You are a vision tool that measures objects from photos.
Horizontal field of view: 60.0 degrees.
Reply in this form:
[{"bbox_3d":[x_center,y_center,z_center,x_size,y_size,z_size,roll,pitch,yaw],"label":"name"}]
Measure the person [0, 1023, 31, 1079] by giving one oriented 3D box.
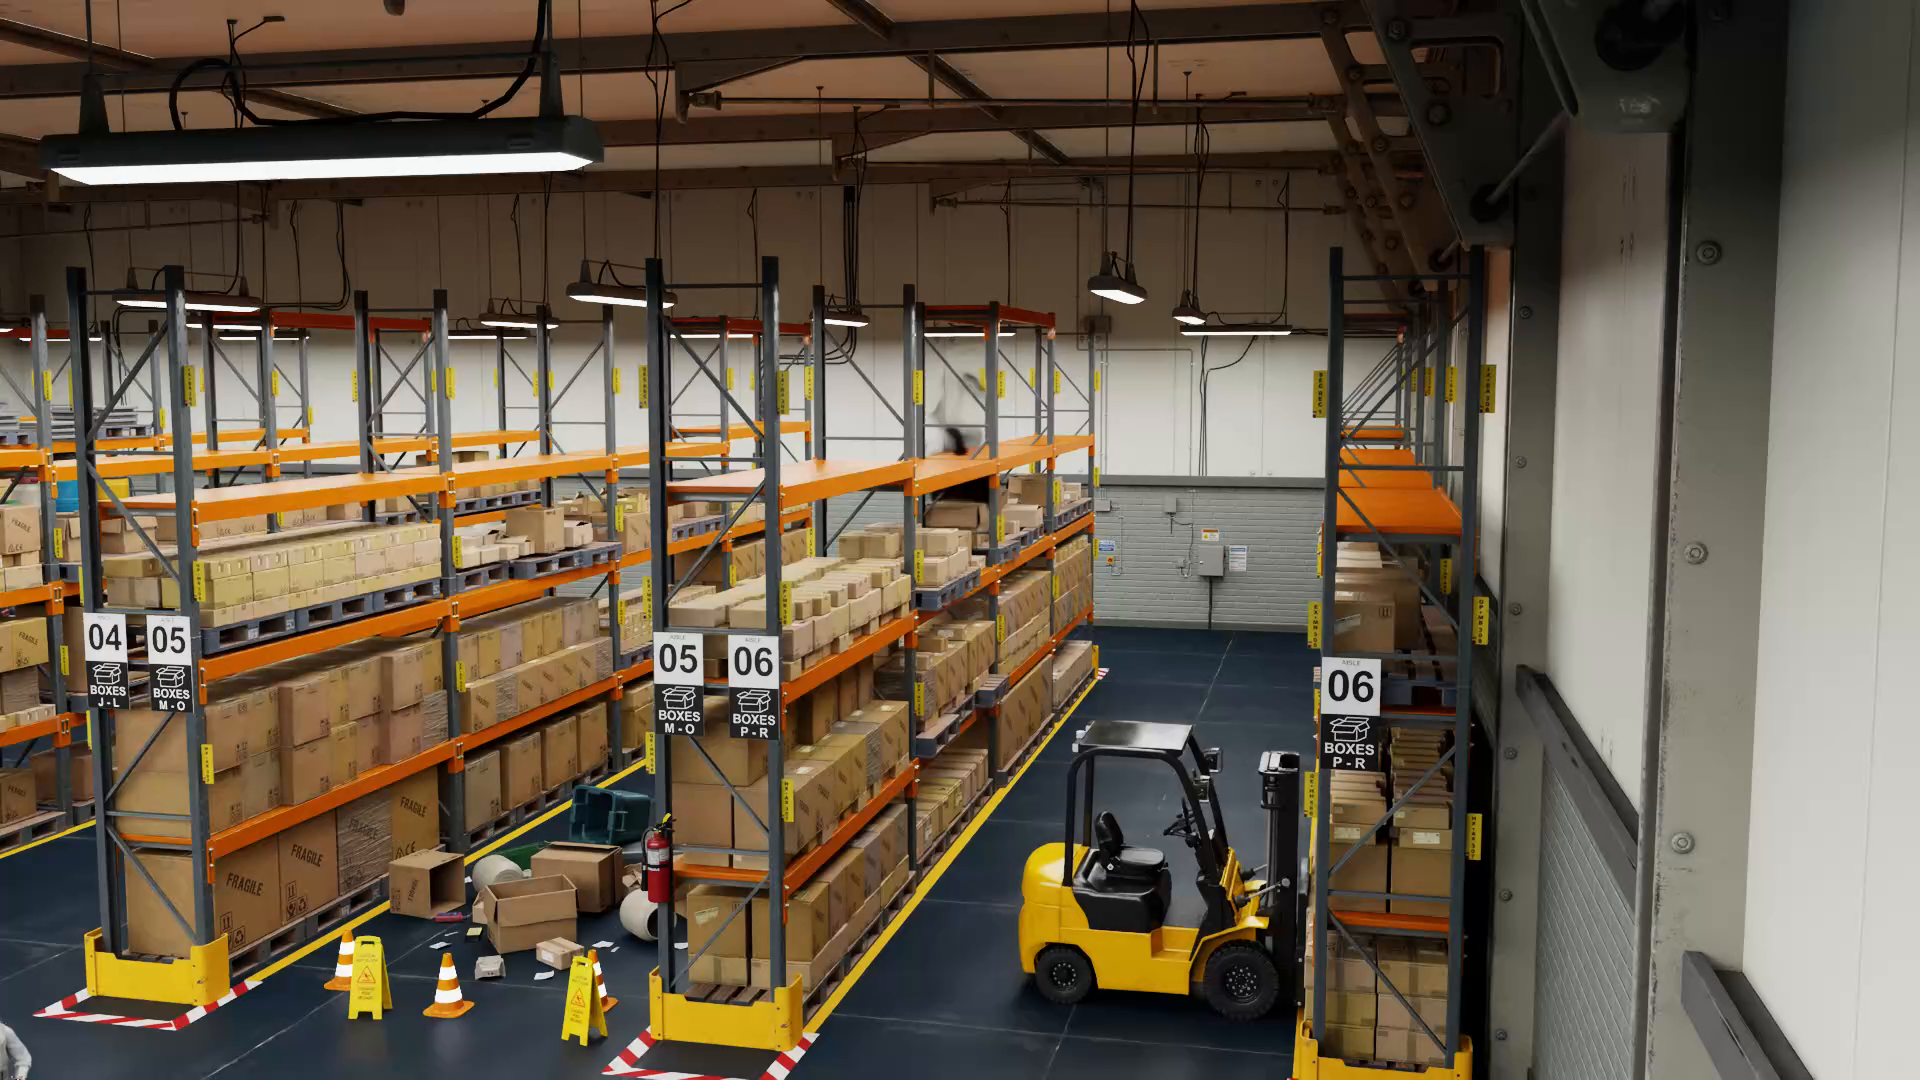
[{"bbox_3d":[-5.701,3.409,9.709,0.528,1.555,0.543,-4,7,-31],"label":"person"}]
